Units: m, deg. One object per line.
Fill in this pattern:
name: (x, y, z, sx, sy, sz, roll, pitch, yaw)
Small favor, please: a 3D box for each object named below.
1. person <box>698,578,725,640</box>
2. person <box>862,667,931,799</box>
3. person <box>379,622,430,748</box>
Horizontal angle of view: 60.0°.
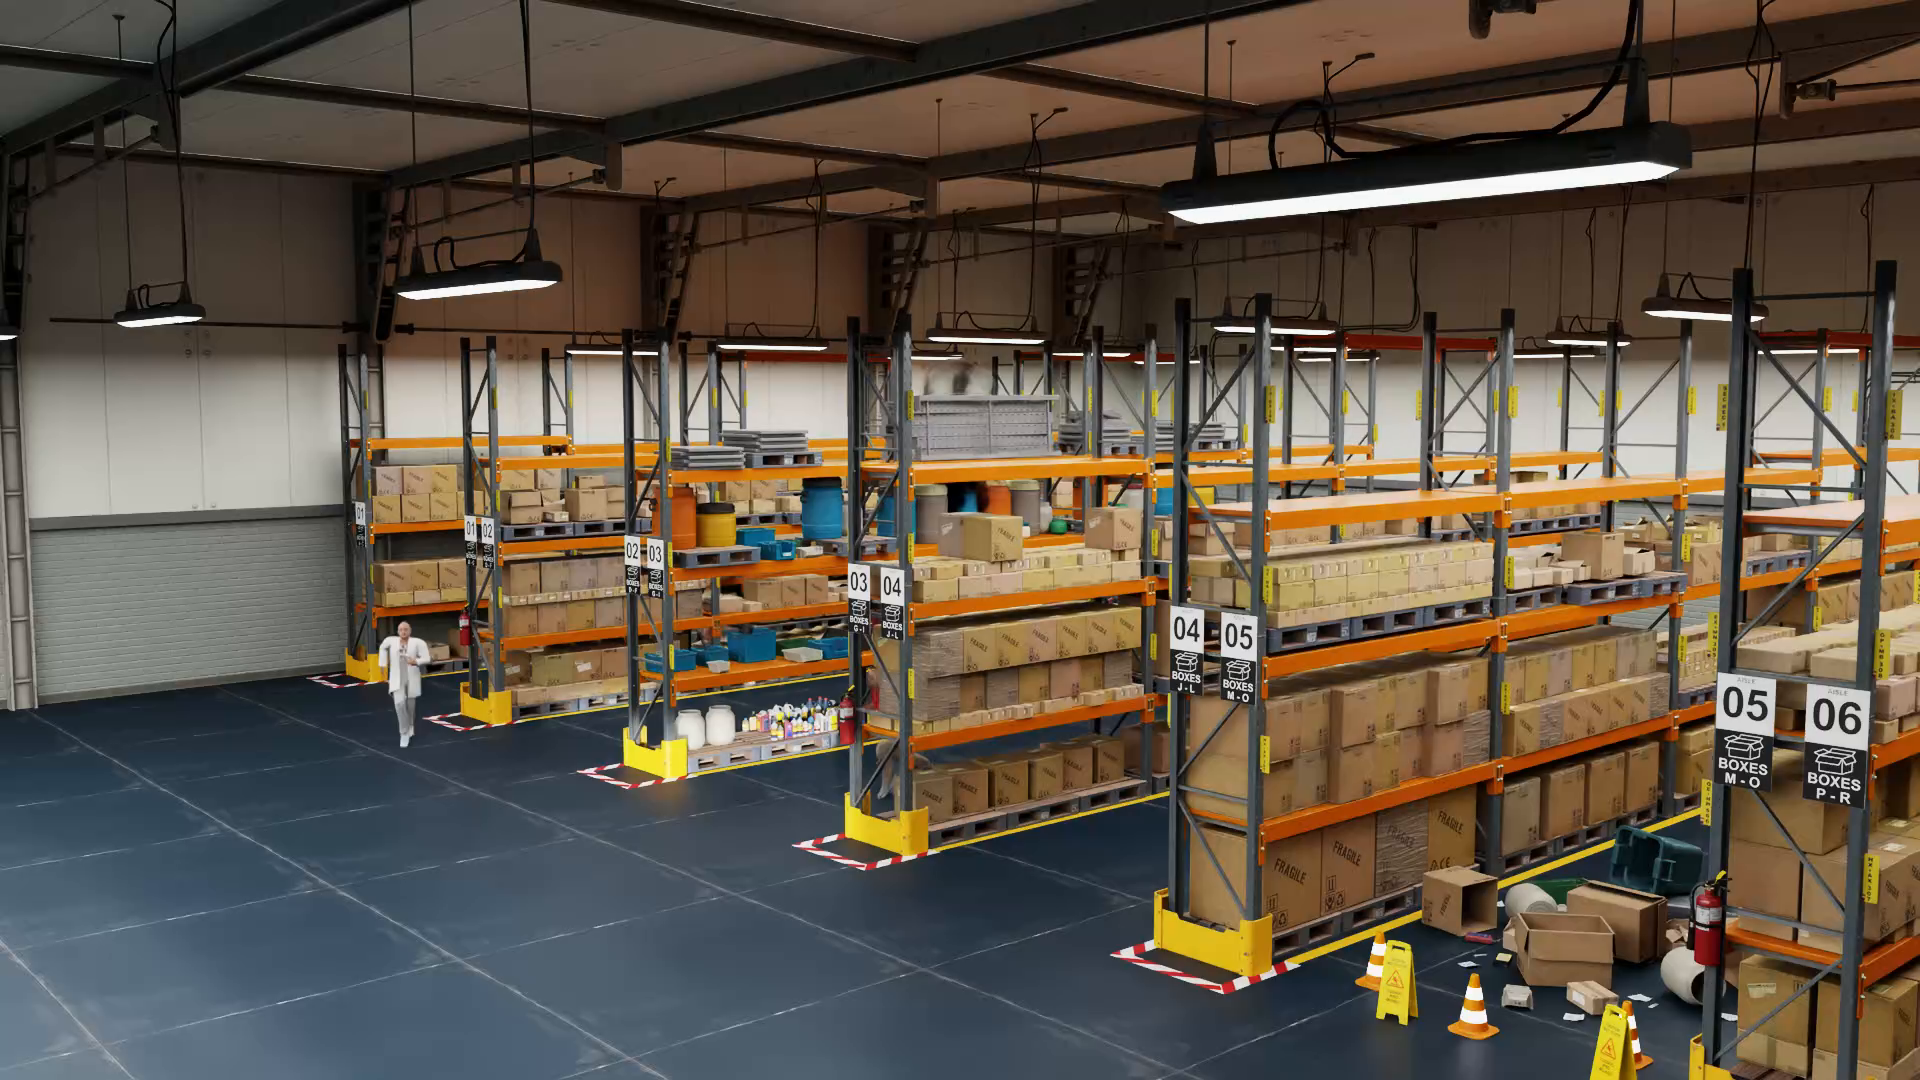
person: (-4.829, 1.493, 32.055, 0.581, 1.630, 0.509, 5, 7, 42)
person: (-0.797, 2.437, 21.237, 1.016, 1.704, 0.674, -3, 6, -32)
person: (-8.177, 2.097, 24.513, 0.740, 1.832, 0.944, -1, 5, -14)
